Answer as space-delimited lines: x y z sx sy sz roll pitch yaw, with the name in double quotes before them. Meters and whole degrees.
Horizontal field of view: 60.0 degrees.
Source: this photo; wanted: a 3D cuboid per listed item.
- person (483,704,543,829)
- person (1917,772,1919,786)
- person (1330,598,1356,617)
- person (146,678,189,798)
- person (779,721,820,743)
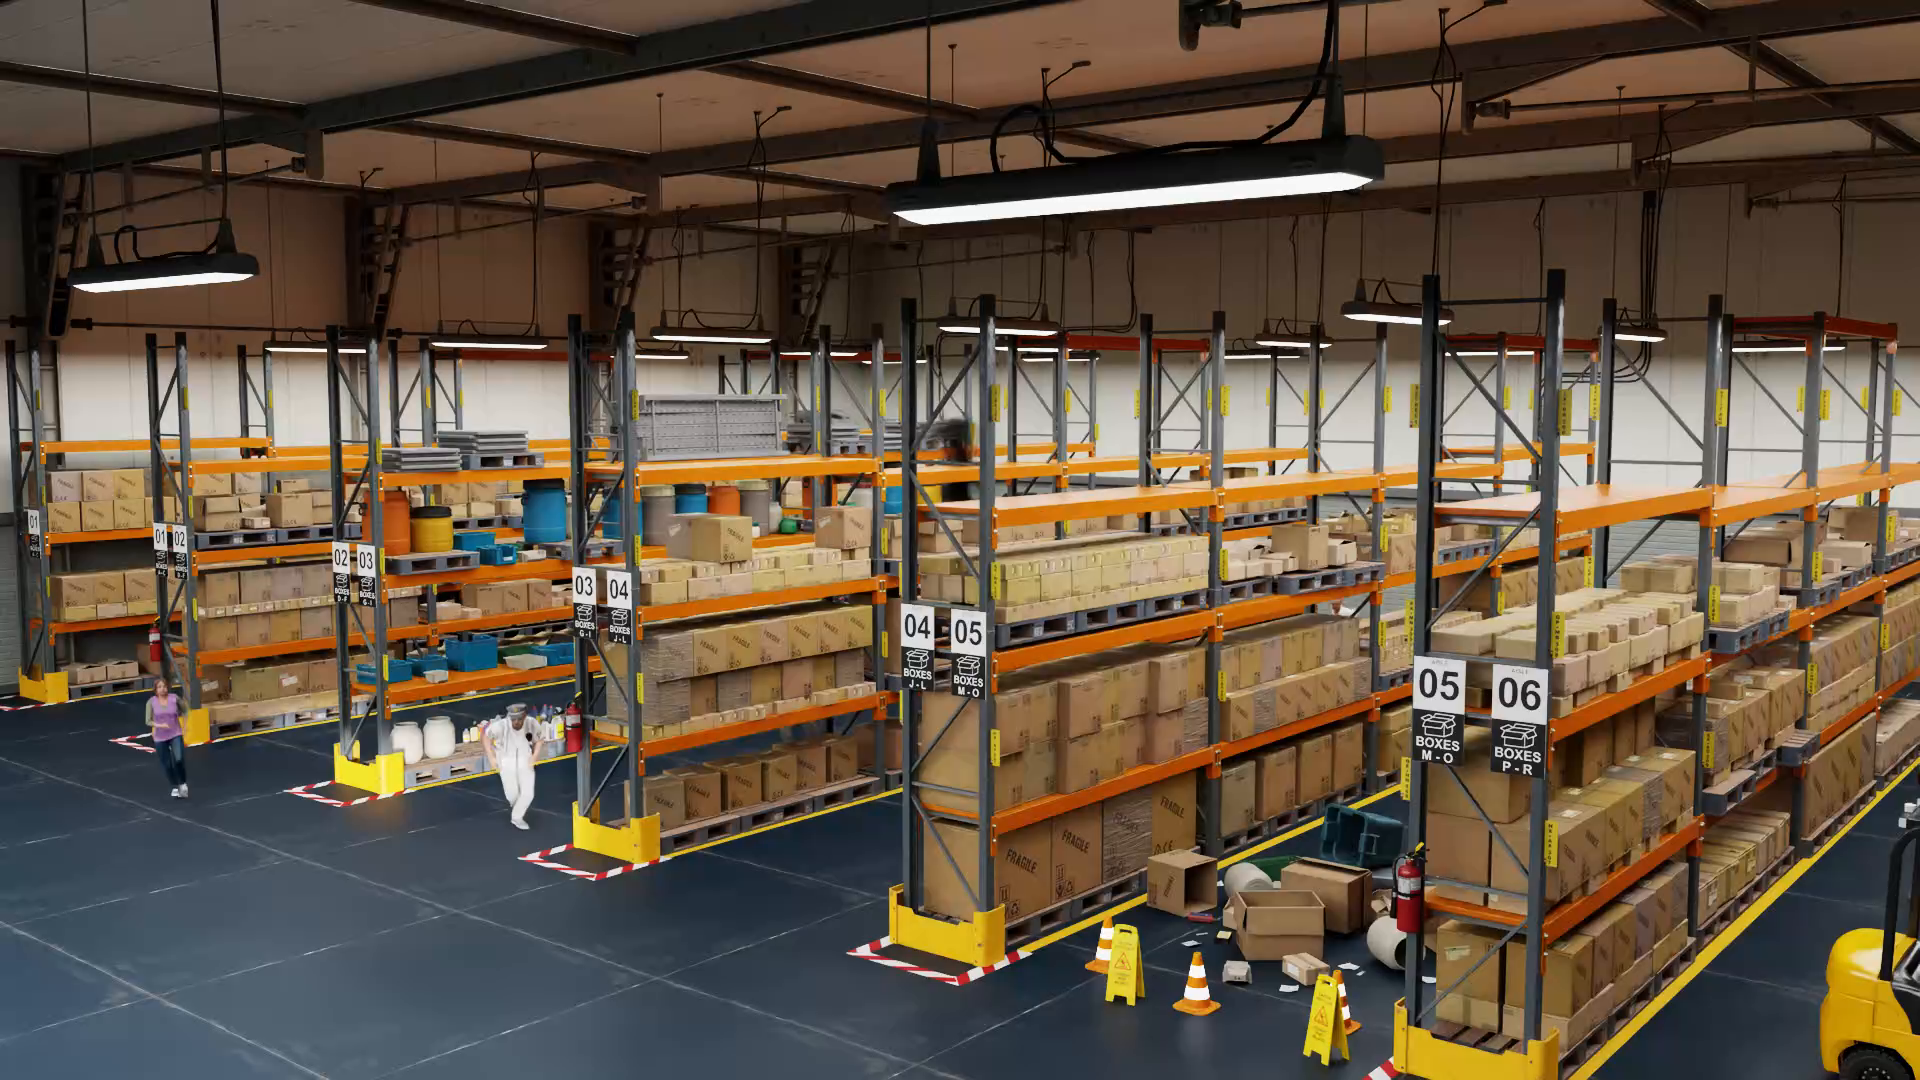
"person" -5.262 2.645 19.588 0.682 1.550 0.927 -2 5 -20
"person" 10.405 2.770 17.505 0.596 1.650 0.550 3 6 27
"person" 6.775 1.741 28.950 1.092 1.635 0.728 -4 7 -40
"person" -9.979 2.497 20.942 0.479 1.556 0.564 -2 5 -20
"person" -2.308 2.263 23.280 0.689 1.705 0.777 3 6 31
